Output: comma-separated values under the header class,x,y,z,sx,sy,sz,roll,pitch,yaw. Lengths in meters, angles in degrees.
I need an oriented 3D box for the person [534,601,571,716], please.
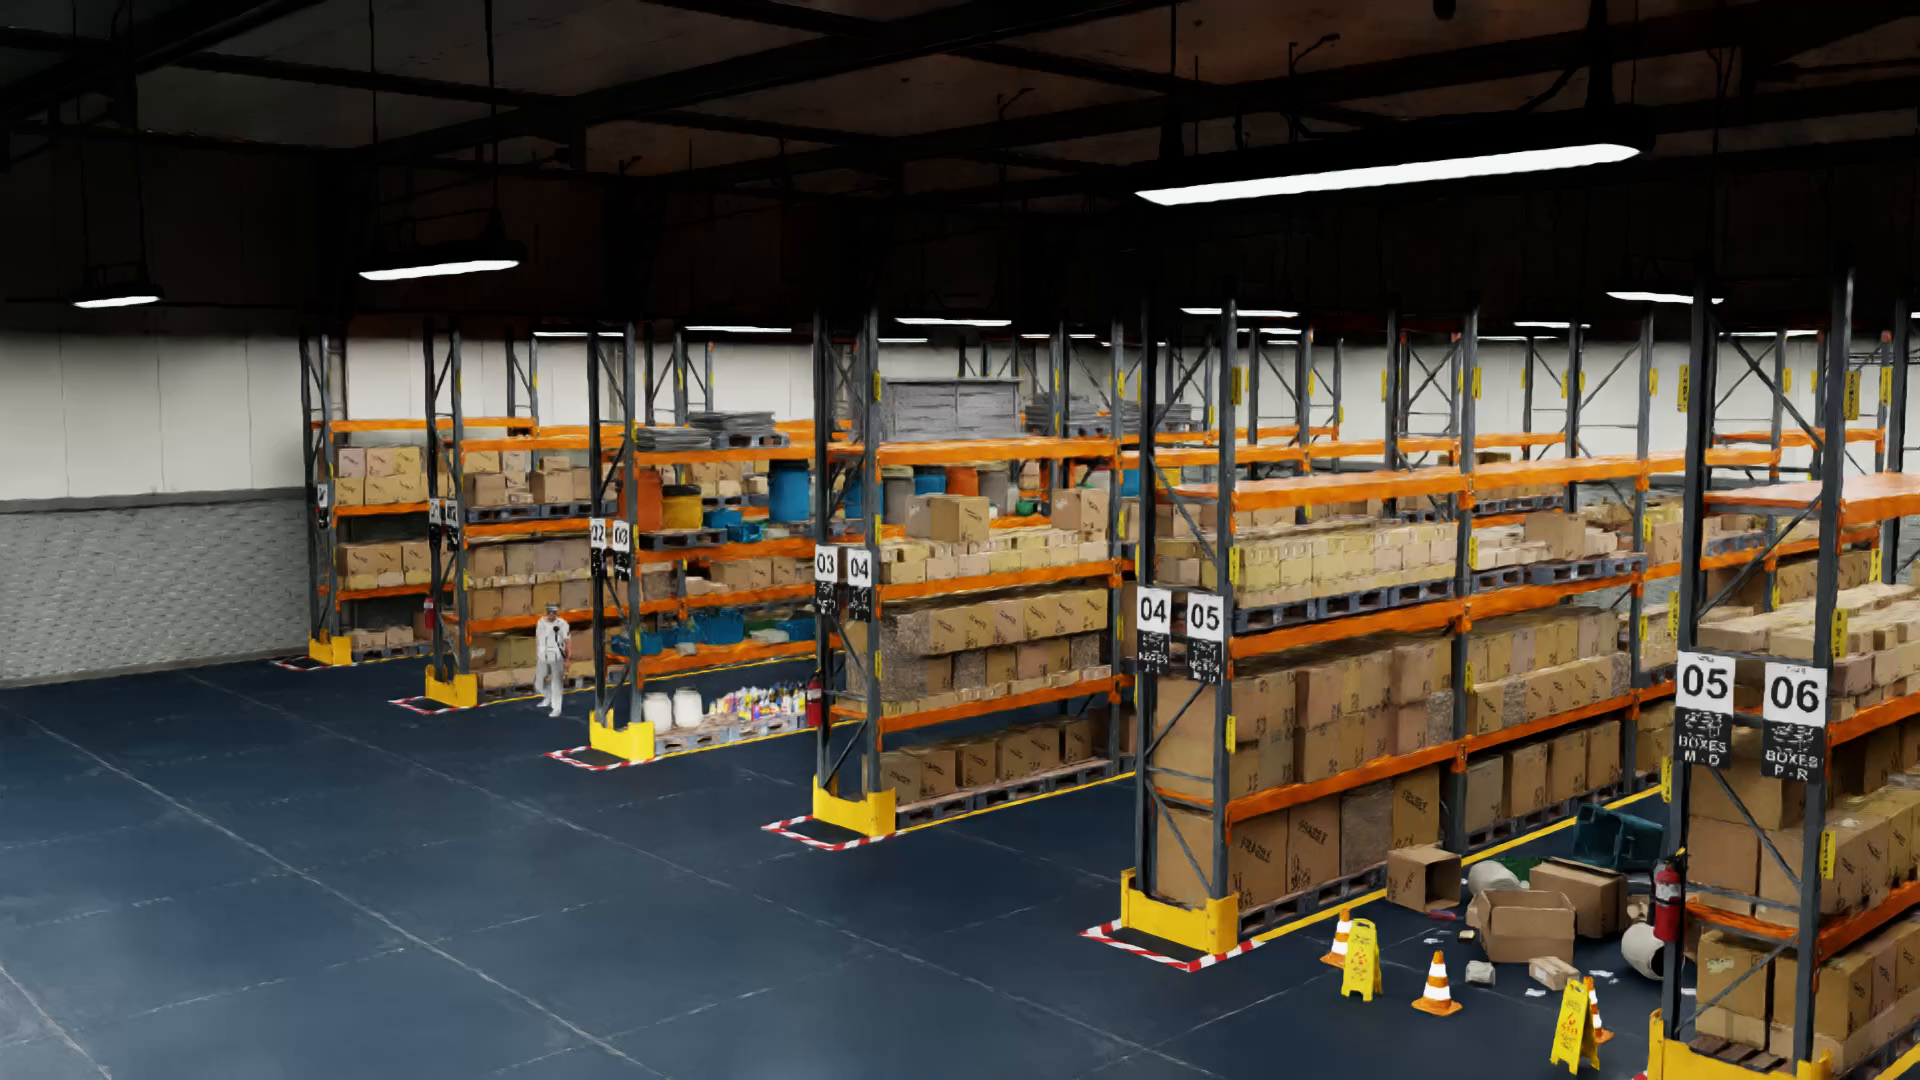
class,x,y,z,sx,sy,sz,roll,pitch,yaw
person,-6.144,1.764,25.103,0.602,1.753,0.561,1,6,10
